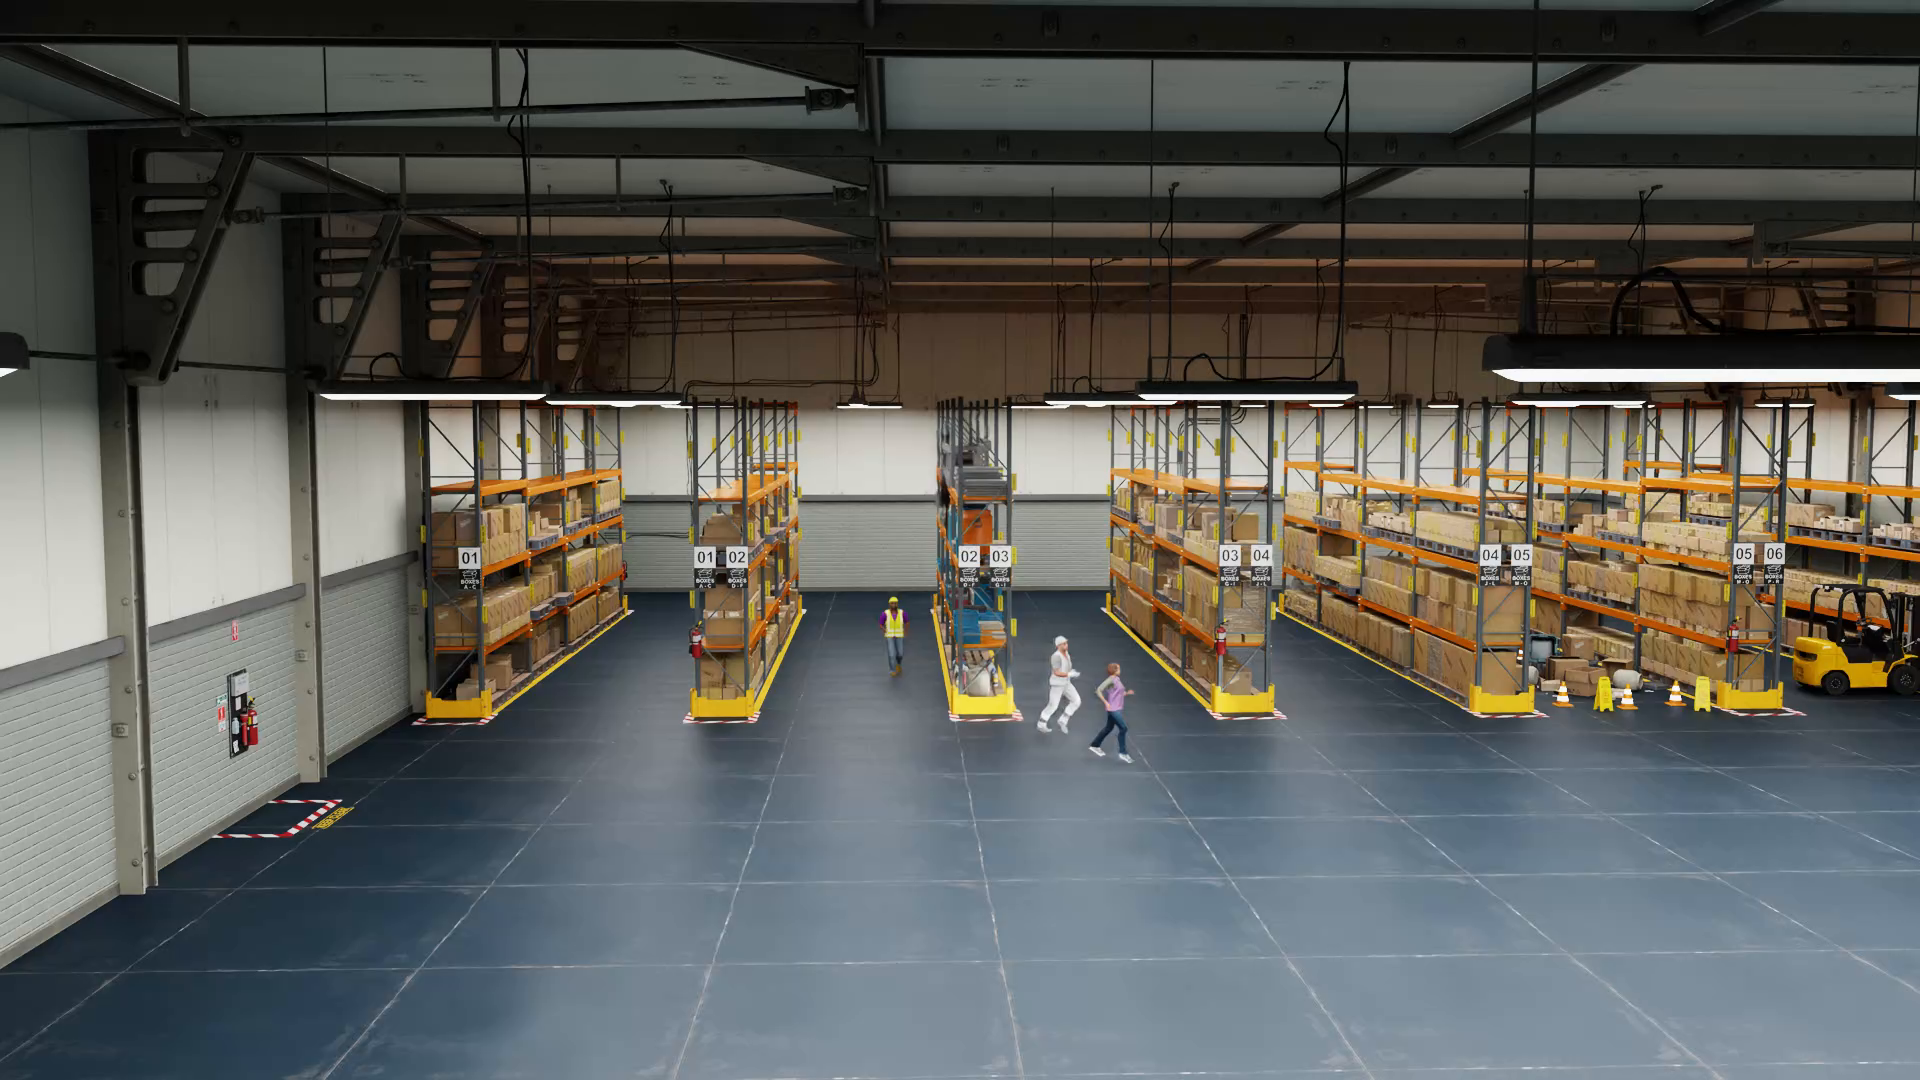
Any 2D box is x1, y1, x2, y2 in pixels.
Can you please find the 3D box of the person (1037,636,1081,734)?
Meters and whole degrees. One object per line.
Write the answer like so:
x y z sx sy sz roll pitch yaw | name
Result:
1.793 2.558 29.339 0.864 1.754 0.677 3 5 35 | person

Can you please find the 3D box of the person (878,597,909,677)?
-1.409 2.091 35.824 0.692 1.720 0.589 -1 4 -8 | person

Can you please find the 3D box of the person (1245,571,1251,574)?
8.036 1.287 46.430 0.723 1.724 0.605 0 4 1 | person

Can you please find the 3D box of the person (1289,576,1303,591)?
9.965 1.139 49.151 0.545 1.640 0.752 2 5 27 | person

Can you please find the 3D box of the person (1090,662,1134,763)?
2.489 2.818 27.204 0.757 1.621 0.514 1 5 15 | person
